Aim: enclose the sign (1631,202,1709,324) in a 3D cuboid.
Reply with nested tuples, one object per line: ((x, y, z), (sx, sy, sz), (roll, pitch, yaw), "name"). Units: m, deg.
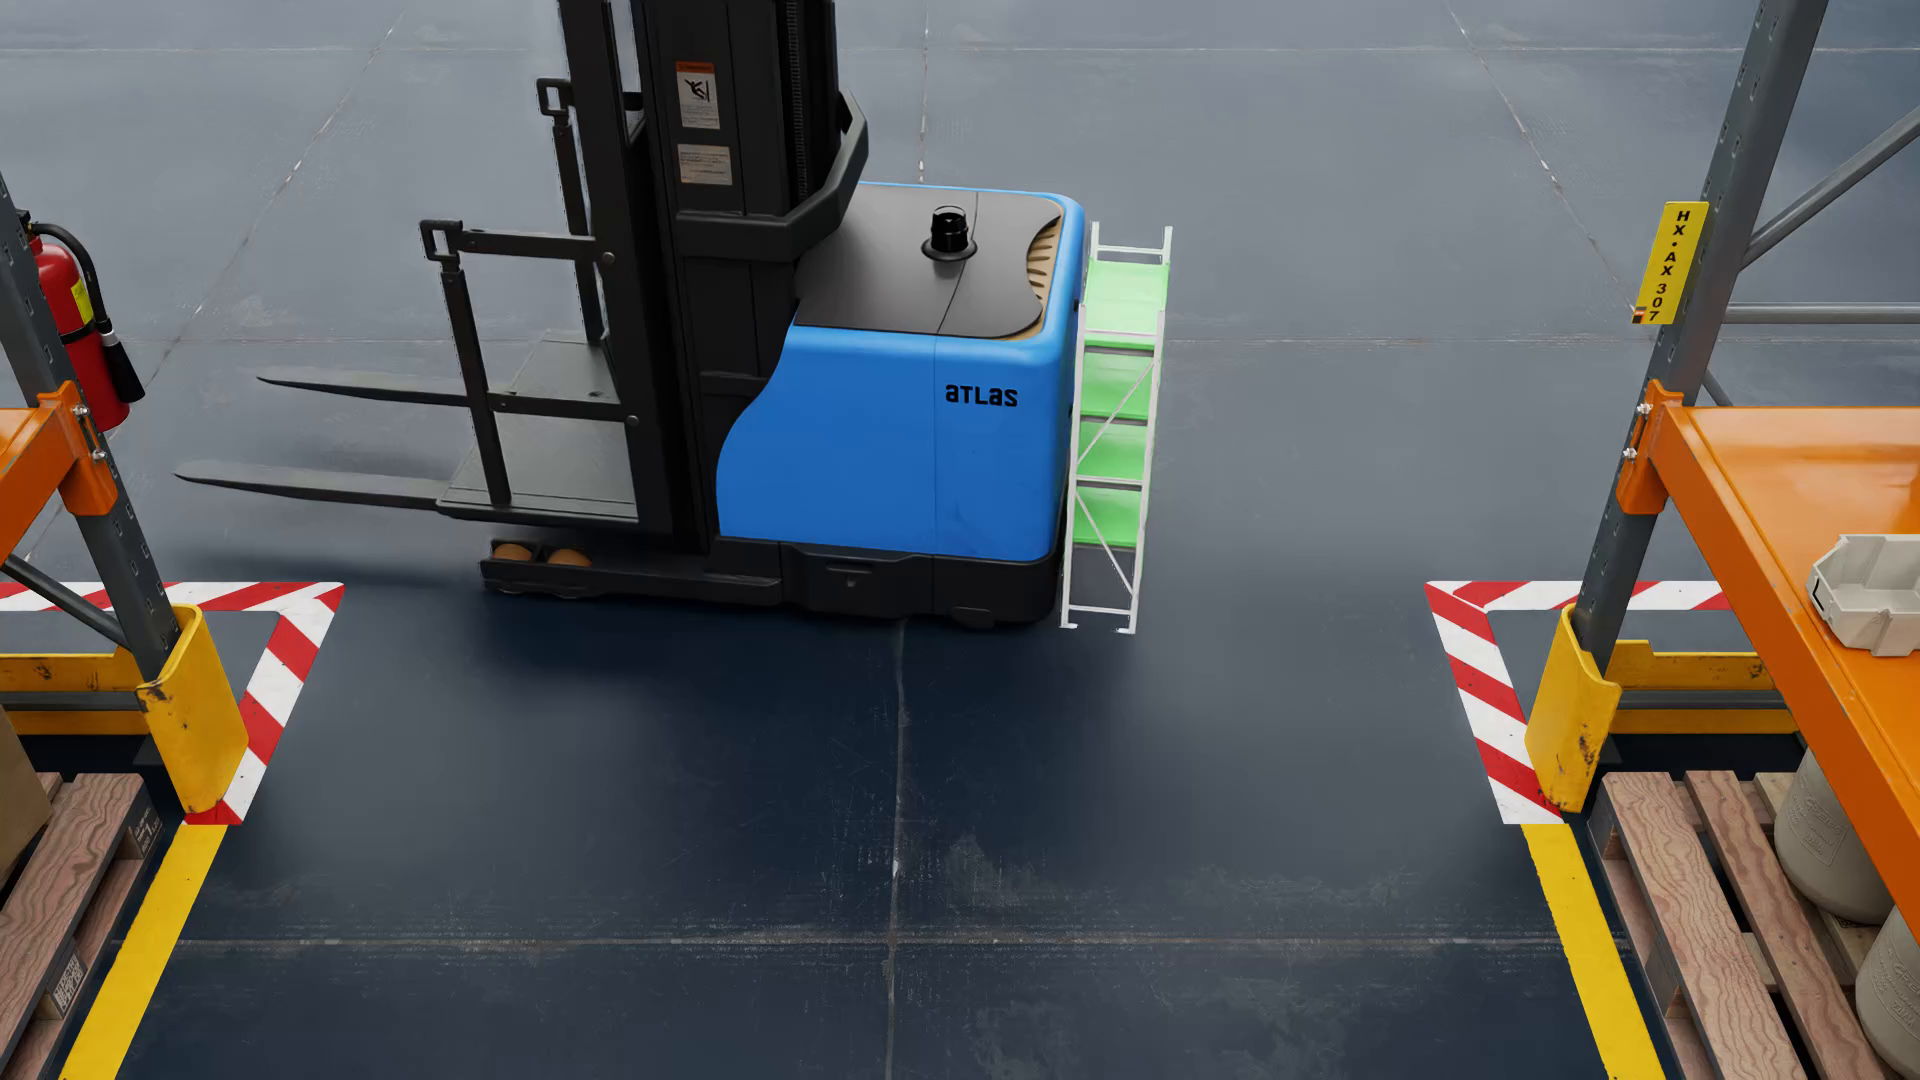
((1.683, -0.654, 3.946), (0.100, 0.325, 0.005), (0, 39, 0), "sign")

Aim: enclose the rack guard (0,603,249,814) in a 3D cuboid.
((-2.720, 0.483, 4.747), (1.175, 0.500, 0.348), (0, 39, 0), "rack guard")

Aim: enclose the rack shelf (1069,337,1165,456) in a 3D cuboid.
((0.484, -0.467, 5.091), (0.258, 0.148, 0.480), (5, 39, 6), "rack shelf")

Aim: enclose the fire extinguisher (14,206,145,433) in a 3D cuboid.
((-2.259, -0.581, 4.139), (0.296, 0.674, 0.183), (0, 39, 0), "fire extinguisher")

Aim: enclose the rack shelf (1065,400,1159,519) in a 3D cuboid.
((0.483, -0.280, 5.241), (0.258, 0.148, 0.480), (5, 39, 6), "rack shelf")

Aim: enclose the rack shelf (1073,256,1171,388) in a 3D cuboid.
((0.485, -0.654, 4.941), (0.258, 0.148, 0.480), (5, 39, 6), "rack shelf")

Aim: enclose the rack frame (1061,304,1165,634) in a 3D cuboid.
((0.450, -0.179, 5.012), (0.240, 1.200, 0.015), (5, 39, 6), "rack frame")

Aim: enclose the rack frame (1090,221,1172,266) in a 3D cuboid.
((0.517, -0.481, 5.390), (0.240, 1.200, 0.015), (5, 39, 6), "rack frame")

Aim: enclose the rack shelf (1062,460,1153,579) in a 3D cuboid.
((0.482, -0.093, 5.391), (0.258, 0.148, 0.480), (5, 39, 6), "rack shelf")

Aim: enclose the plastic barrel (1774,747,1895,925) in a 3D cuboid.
((2.310, 0.675, 4.162), (0.421, 0.512, 0.421), (0, 39, 0), "plastic barrel")

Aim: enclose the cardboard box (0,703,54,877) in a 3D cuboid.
((-2.736, 0.662, 4.188), (0.500, 0.500, 0.500), (7, 39, 8), "cardboard box")

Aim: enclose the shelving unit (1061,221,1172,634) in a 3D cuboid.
((0.483, -0.330, 5.201), (0.258, 1.200, 0.503), (5, 39, 6), "shelving unit")

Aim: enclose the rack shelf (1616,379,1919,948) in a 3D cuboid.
((2.235, 0.988, 2.694), (1.077, 0.370, 4.000), (0, 39, 0), "rack shelf")

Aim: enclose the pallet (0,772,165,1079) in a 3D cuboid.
((-2.754, 1.104, 4.204), (1.003, 0.211, 1.213), (0, 39, 0), "pallet")

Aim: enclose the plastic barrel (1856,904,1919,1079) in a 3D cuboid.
((2.311, 0.989, 3.771), (0.421, 0.512, 0.421), (0, 39, 0), "plastic barrel")

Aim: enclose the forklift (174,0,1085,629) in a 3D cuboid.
((-1.138, -1.270, 4.991), (3.031, 2.935, 1.130), (5, 39, 6), "forklift")

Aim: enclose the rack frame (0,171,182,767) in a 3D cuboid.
((-2.720, -0.540, 4.025), (1.000, 3.000, 0.127), (0, 39, 0), "rack frame")

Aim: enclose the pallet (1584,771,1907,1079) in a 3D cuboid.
((2.276, 1.100, 4.208), (1.003, 0.211, 1.213), (0, 39, 0), "pallet")

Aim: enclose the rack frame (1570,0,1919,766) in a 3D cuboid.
((2.233, -0.543, 4.029), (1.000, 3.000, 0.127), (0, 39, 0), "rack frame")

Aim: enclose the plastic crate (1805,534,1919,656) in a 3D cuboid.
((1.912, 0.119, 3.413), (0.298, 0.136, 0.250), (0, 39, 0), "plastic crate")

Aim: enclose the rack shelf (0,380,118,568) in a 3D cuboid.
((-2.717, 0.992, 2.689), (1.077, 0.370, 4.000), (0, 39, 0), "rack shelf")

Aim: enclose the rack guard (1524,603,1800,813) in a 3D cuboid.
((2.280, 0.480, 4.752), (1.175, 0.500, 0.348), (0, 39, 0), "rack guard")
